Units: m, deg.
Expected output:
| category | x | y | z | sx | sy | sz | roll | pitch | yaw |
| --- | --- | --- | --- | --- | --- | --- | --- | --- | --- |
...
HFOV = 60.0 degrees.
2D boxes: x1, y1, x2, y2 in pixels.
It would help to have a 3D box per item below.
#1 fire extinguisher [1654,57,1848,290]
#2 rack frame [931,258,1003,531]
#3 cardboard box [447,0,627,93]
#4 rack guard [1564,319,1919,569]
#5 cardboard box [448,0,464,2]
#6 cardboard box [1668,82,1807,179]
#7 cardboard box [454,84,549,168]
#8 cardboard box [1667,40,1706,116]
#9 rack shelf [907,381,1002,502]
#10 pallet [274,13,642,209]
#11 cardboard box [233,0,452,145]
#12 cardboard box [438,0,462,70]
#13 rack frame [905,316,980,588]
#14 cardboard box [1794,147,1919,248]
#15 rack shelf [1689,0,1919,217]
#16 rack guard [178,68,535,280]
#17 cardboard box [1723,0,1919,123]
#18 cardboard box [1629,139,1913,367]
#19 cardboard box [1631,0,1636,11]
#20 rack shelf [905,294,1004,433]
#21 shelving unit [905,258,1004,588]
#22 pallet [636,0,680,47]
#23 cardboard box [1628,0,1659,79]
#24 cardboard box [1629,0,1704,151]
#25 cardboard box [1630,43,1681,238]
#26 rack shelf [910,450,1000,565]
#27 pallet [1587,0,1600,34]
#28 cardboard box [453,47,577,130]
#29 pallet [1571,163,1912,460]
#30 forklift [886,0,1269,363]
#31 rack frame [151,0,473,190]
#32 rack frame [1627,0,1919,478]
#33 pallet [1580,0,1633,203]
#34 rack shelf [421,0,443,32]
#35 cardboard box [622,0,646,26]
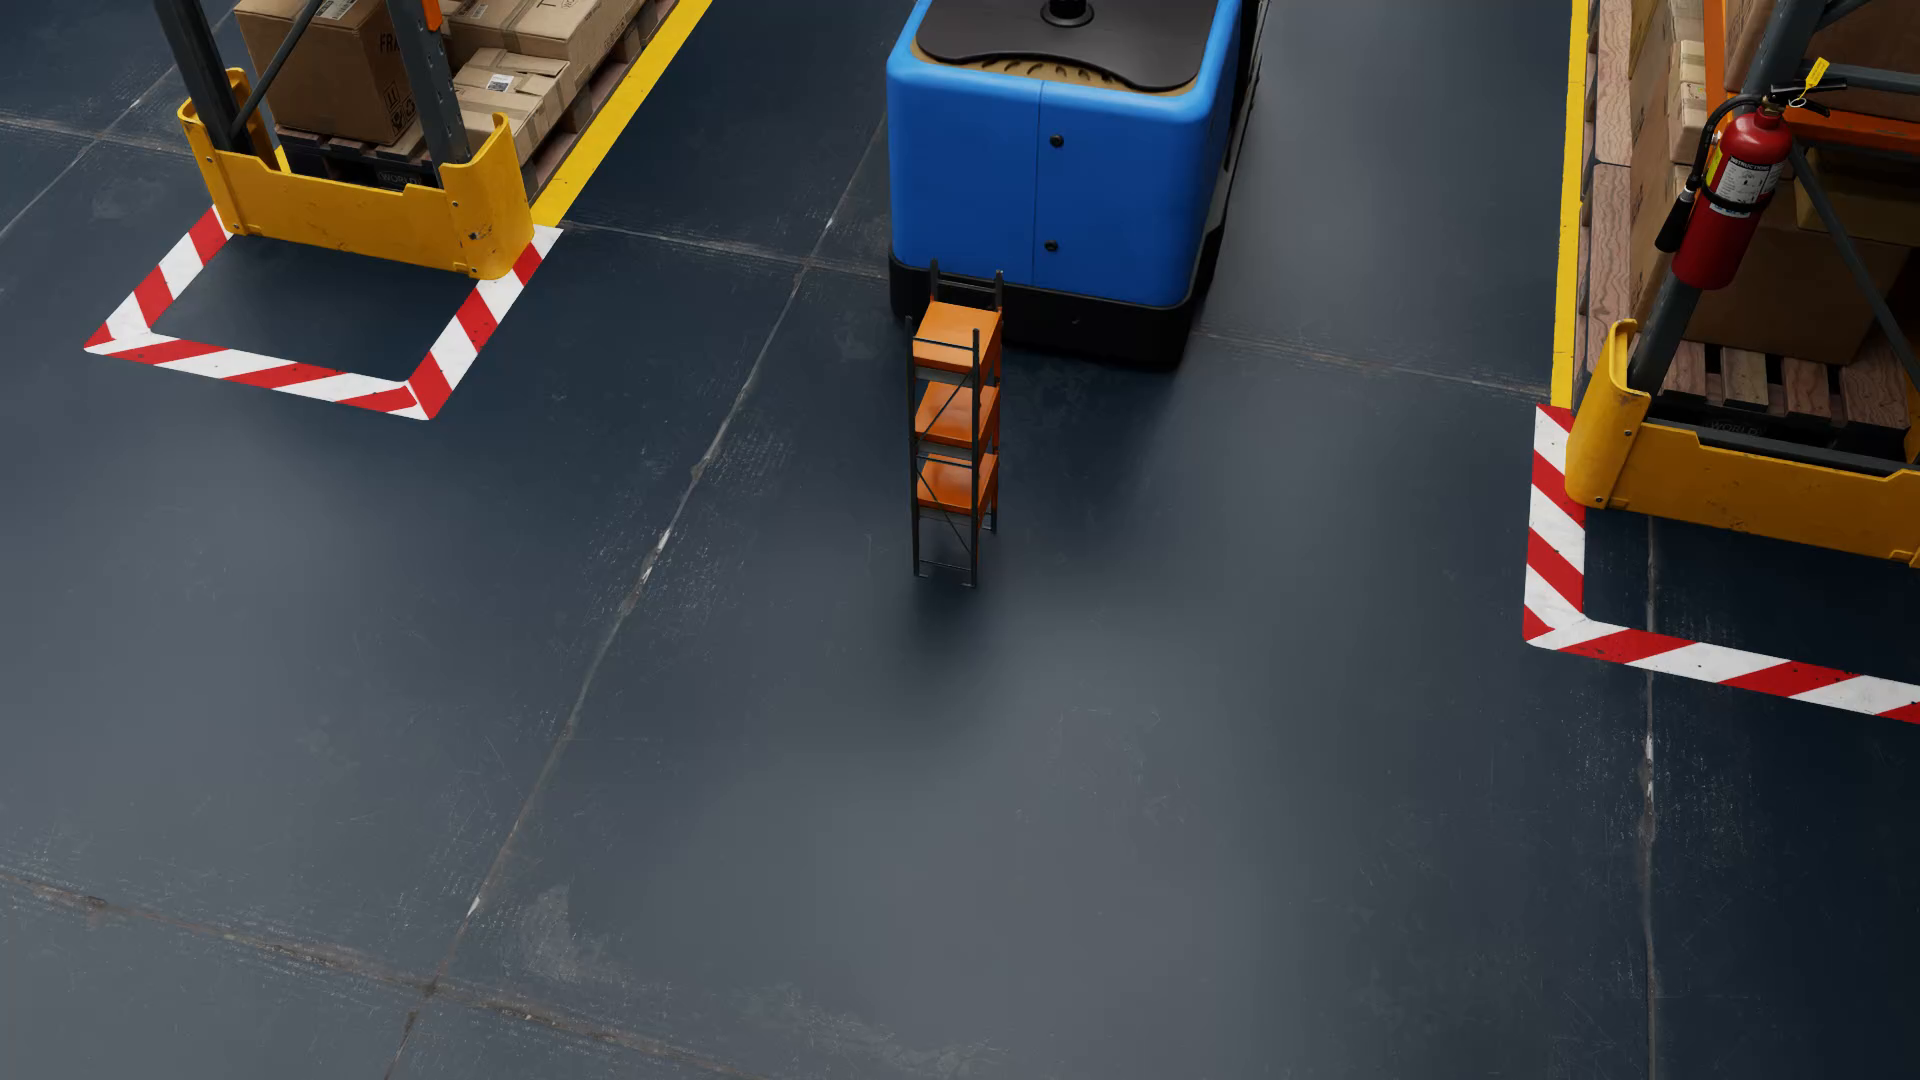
| category | x | y | z | sx | sy | sz | roll | pitch | yaw |
| --- | --- | --- | --- | --- | --- | --- | --- | --- | --- |
| fire extinguisher | 2.078 | -0.974 | 4.410 | 0.296 | 0.674 | 0.183 | 12 | 50 | 10 |
| rack frame | 0.018 | -0.397 | 4.900 | 0.200 | 1.050 | 0.008 | 12 | 50 | 10 |
| cardboard box | -1.669 | -2.051 | 6.600 | 0.500 | 0.250 | 0.500 | 12 | 50 | 10 |
| rack guard | 2.557 | -0.297 | 5.179 | 1.175 | 0.500 | 0.348 | 12 | 50 | 10 |
| cardboard box | -2.033 | -2.475 | 6.974 | 0.500 | 0.250 | 0.500 | 12 | 50 | 10 |
| cardboard box | 2.509 | -1.323 | 5.371 | 0.380 | 0.149 | 0.250 | 11 | 49 | 10 |
| cardboard box | -1.775 | -1.554 | 6.228 | 0.380 | 0.149 | 0.250 | 12 | 50 | 10 |
| cardboard box | 2.575 | -1.508 | 5.535 | 0.380 | 0.149 | 0.250 | 13 | 50 | 11 |
| rack shelf | -0.014 | -0.302 | 4.830 | 0.215 | 0.259 | 0.240 | 12 | 50 | 10 |
| pallet | -1.988 | -1.825 | 6.720 | 1.003 | 0.211 | 1.213 | 12 | 50 | 10 |
| cardboard box | -2.312 | -1.877 | 6.279 | 0.500 | 0.500 | 0.500 | 12 | 50 | 10 |
| cardboard box | -2.118 | -2.041 | 6.647 | 0.380 | 0.166 | 0.250 | 12 | 50 | 10 |
| rack frame | -0.046 | -0.220 | 4.744 | 0.200 | 1.050 | 0.008 | 12 | 50 | 10 |
| cardboard box | 2.811 | -1.064 | 5.143 | 0.380 | 0.149 | 0.250 | 12 | 50 | 10 |
| rack shelf | 3.089 | -2.350 | 5.803 | 1.077 | 0.370 | 4.000 | 12 | 50 | 10 |
| rack guard | -2.197 | -1.344 | 6.103 | 1.175 | 0.500 | 0.348 | 12 | 50 | 10 |
| cardboard box | 2.688 | -1.612 | 4.472 | 0.980 | 0.700 | 0.700 | 14 | 50 | 12 |
| cardboard box | 2.651 | -0.979 | 5.501 | 0.700 | 0.500 | 0.500 | 12 | 50 | 10 |
| cardboard box | 3.185 | -2.463 | 6.810 | 0.700 | 0.500 | 0.500 | 11 | 50 | 10 |
| rack shelf | -0.014 | -0.489 | 4.617 | 0.215 | 0.259 | 0.240 | 12 | 50 | 10 |
| shelving unit | -0.014 | -0.309 | 4.822 | 0.215 | 1.050 | 0.252 | 12 | 50 | 10 |
| pallet | -1.665 | -2.705 | 7.497 | 1.003 | 0.211 | 1.213 | 12 | 50 | 10 |
| cardboard box | 3.047 | -2.092 | 6.483 | 0.700 | 0.500 | 0.500 | 13 | 50 | 11 |
| cardboard box | 2.914 | -1.705 | 6.141 | 0.700 | 0.500 | 0.500 | 10 | 49 | 9 |
| cardboard box | 2.782 | -1.341 | 5.820 | 0.700 | 0.500 | 0.500 | 11 | 50 | 10 |
| rack shelf | -0.014 | -0.118 | 5.039 | 0.215 | 0.259 | 0.240 | 12 | 50 | 10 |
| pallet | 3.340 | -2.577 | 7.384 | 1.003 | 0.211 | 1.213 | 12 | 50 | 10 |
| cardboard box | -1.709 | -1.740 | 6.382 | 0.380 | 0.166 | 0.250 | 12 | 50 | 10 |
| pallet | 2.698 | -0.812 | 5.826 | 1.003 | 0.211 | 1.213 | 12 | 50 | 10 |
| forklift | 0.614 | -2.707 | 5.684 | 1.130 | 2.935 | 3.031 | 11 | 49 | 9 |
| rack frame | -2.217 | -2.116 | 5.117 | 1.000 | 3.000 | 0.127 | 12 | 50 | 10 |
| rack frame | 2.563 | -1.141 | 4.257 | 1.000 | 3.000 | 0.127 | 12 | 50 | 10 |
| pallet | 3.021 | -1.692 | 6.603 | 1.003 | 0.211 | 1.213 | 12 | 50 | 10 |
| rack shelf | -1.691 | -3.325 | 6.664 | 1.077 | 0.370 | 4.000 | 12 | 50 | 10 |
| cardboard box | -1.537 | -2.413 | 6.919 | 0.500 | 0.250 | 0.500 | 12 | 50 | 10 |
